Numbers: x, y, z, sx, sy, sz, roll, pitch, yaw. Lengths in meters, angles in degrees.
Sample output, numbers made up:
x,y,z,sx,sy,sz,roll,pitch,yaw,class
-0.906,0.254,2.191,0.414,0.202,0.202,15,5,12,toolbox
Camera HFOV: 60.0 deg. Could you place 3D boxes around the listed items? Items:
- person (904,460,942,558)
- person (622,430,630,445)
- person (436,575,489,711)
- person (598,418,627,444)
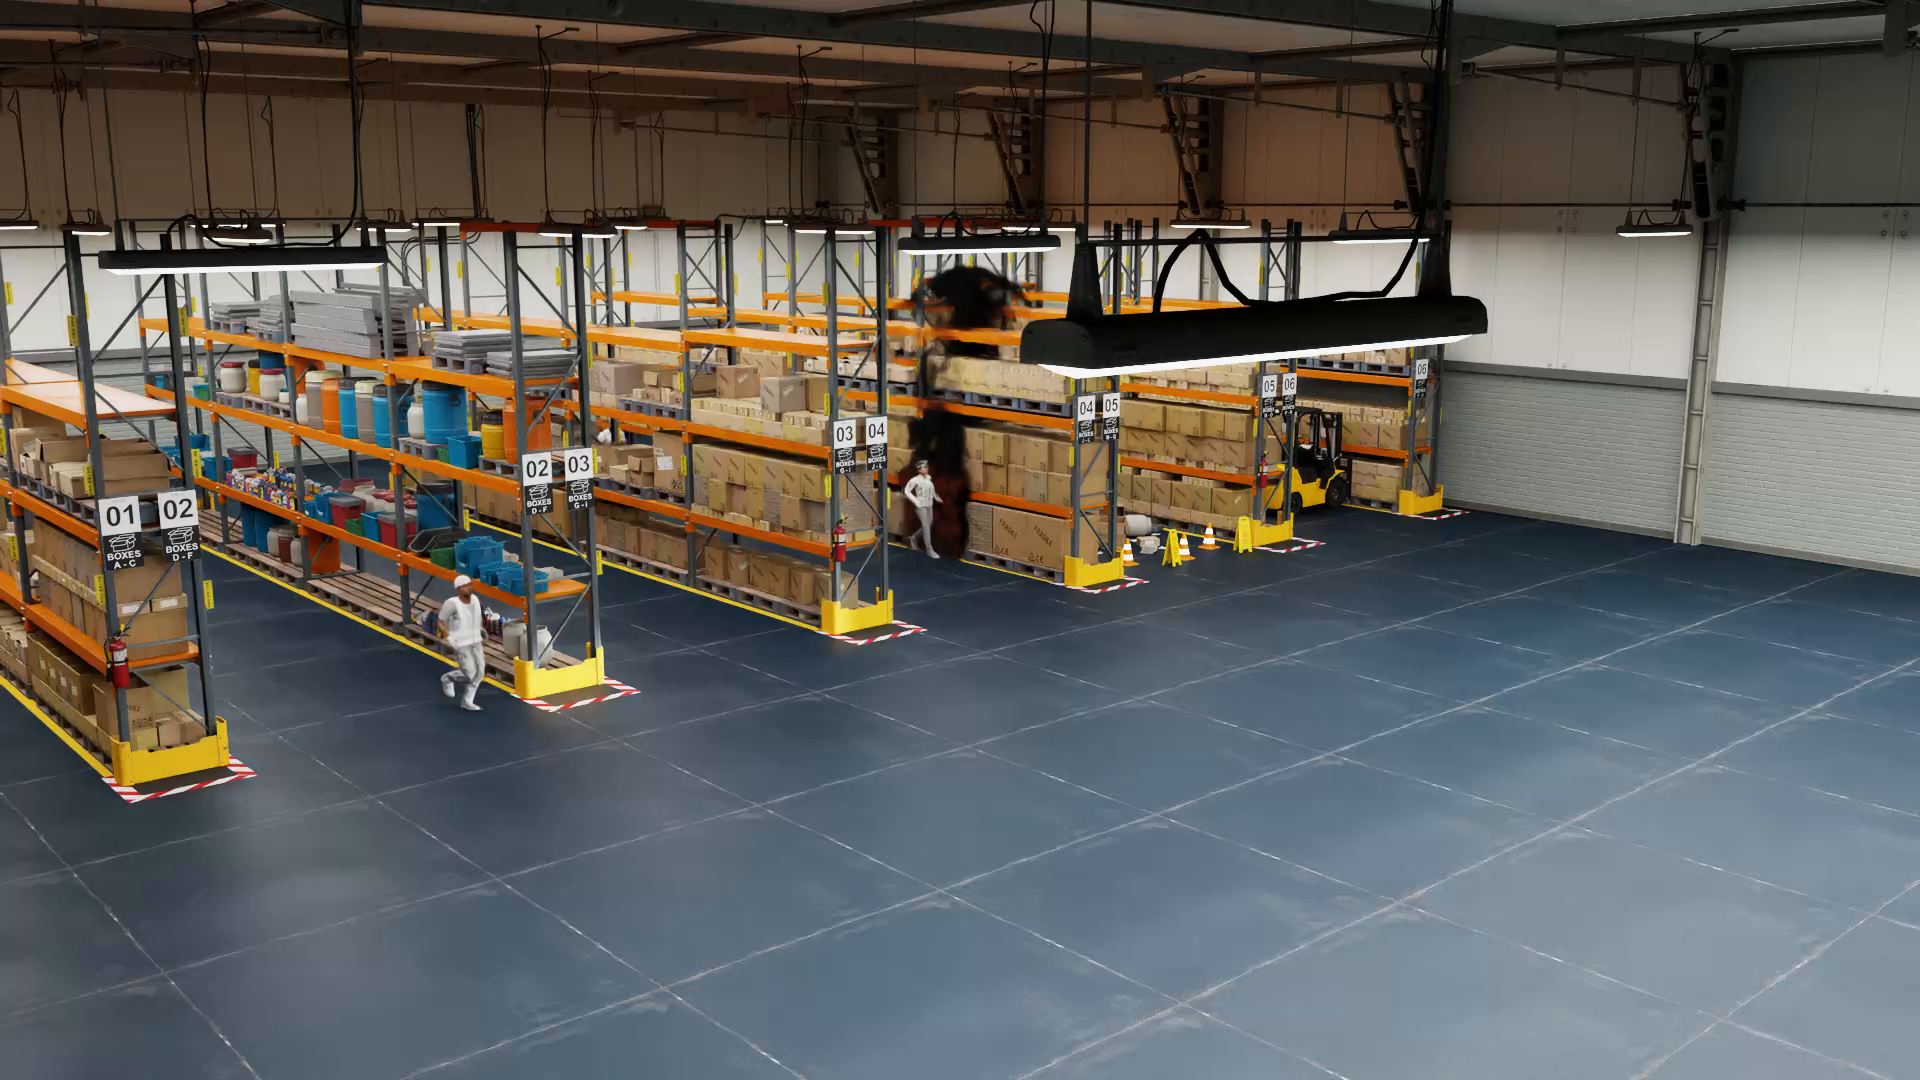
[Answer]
x,y,z,sx,sy,sz,roll,pitch,yaw,class
-0.660,-0.571,29.031,0.634,1.693,0.618,10,15,40,person
-8.410,-2.787,41.570,0.587,1.696,0.689,9,14,37,person
-6.300,1.292,21.126,0.595,1.732,0.682,7,13,30,person
-7.612,-1.841,36.615,0.650,1.753,0.636,-8,14,-34,person
